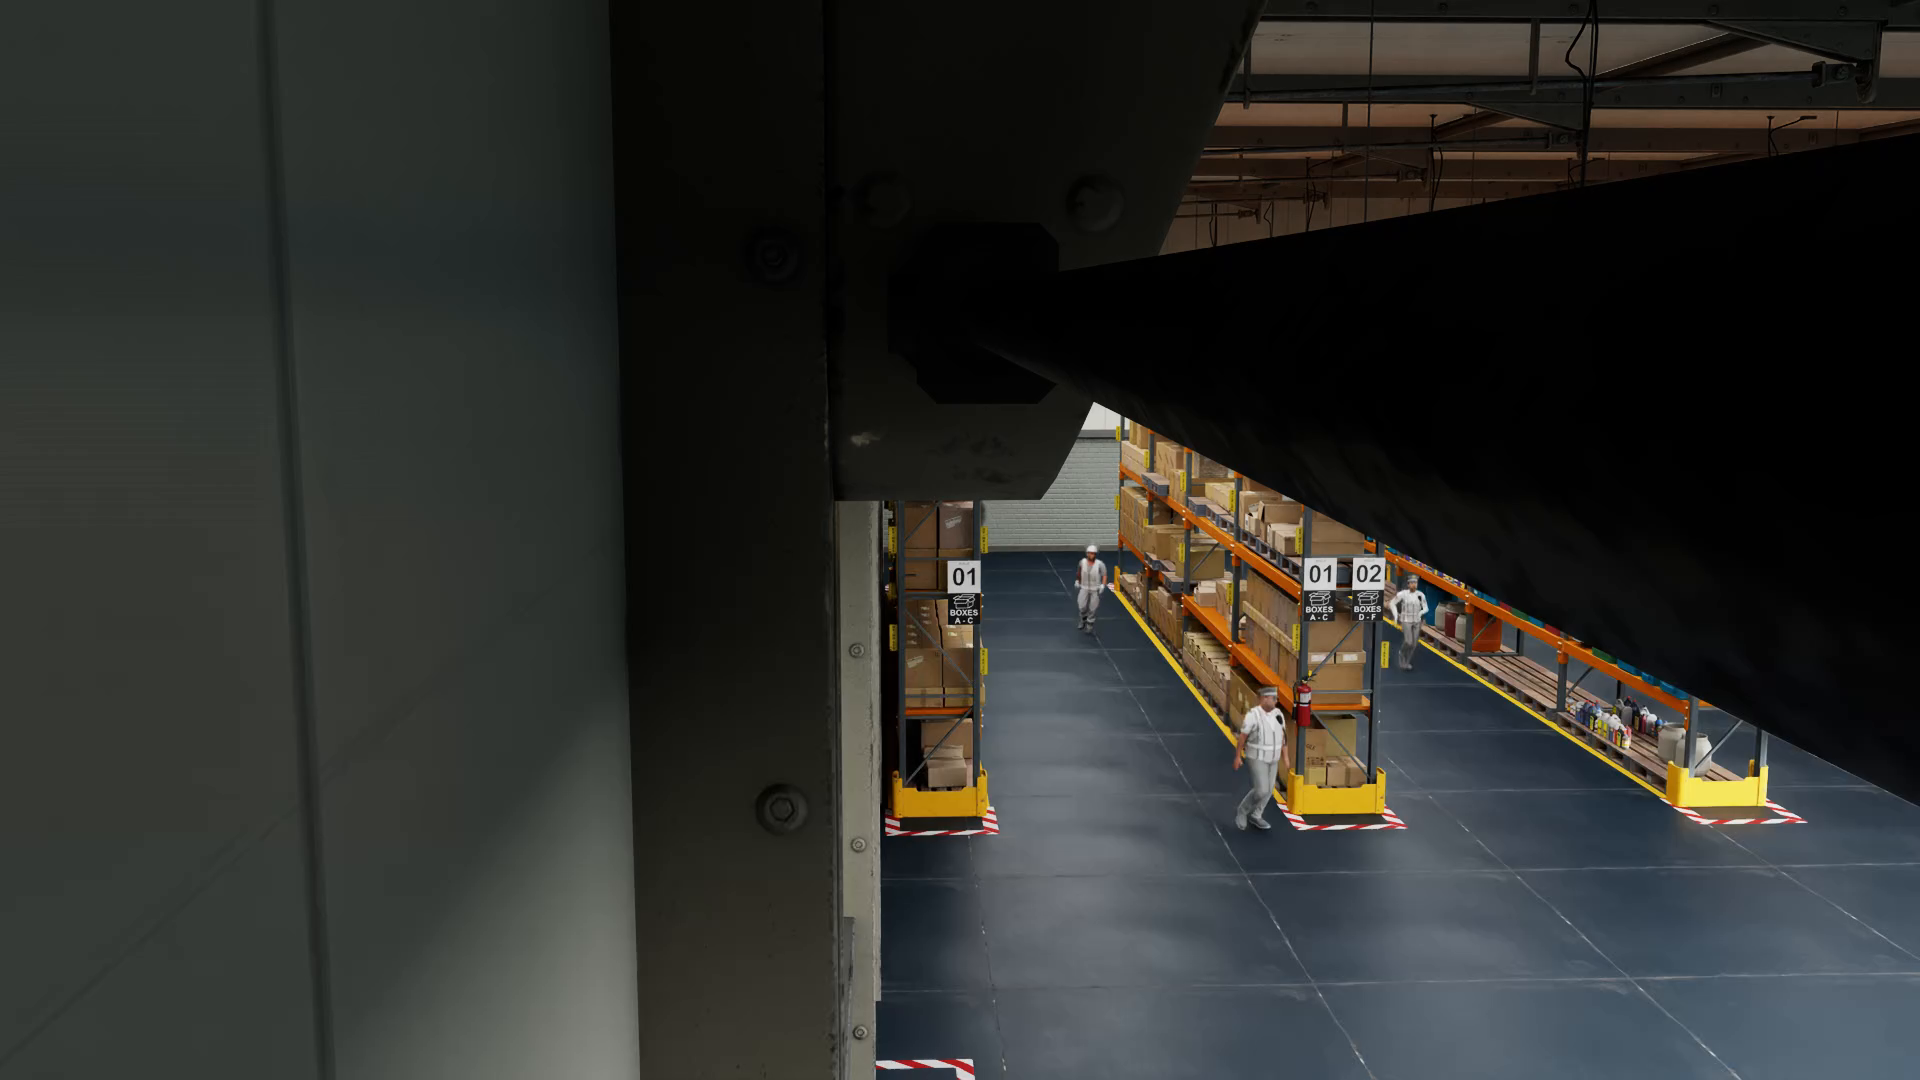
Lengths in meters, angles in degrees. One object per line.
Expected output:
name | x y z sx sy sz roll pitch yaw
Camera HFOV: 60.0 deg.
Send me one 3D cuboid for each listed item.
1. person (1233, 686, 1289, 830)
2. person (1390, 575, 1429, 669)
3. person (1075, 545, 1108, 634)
person | 3.622 2.602 19.917 0.609 1.747 0.482 -5 10 -33
person | 7.711 1.410 28.421 0.585 1.655 0.620 -1 8 -6
person | 2.456 0.946 31.429 0.674 1.732 0.789 2 8 11
